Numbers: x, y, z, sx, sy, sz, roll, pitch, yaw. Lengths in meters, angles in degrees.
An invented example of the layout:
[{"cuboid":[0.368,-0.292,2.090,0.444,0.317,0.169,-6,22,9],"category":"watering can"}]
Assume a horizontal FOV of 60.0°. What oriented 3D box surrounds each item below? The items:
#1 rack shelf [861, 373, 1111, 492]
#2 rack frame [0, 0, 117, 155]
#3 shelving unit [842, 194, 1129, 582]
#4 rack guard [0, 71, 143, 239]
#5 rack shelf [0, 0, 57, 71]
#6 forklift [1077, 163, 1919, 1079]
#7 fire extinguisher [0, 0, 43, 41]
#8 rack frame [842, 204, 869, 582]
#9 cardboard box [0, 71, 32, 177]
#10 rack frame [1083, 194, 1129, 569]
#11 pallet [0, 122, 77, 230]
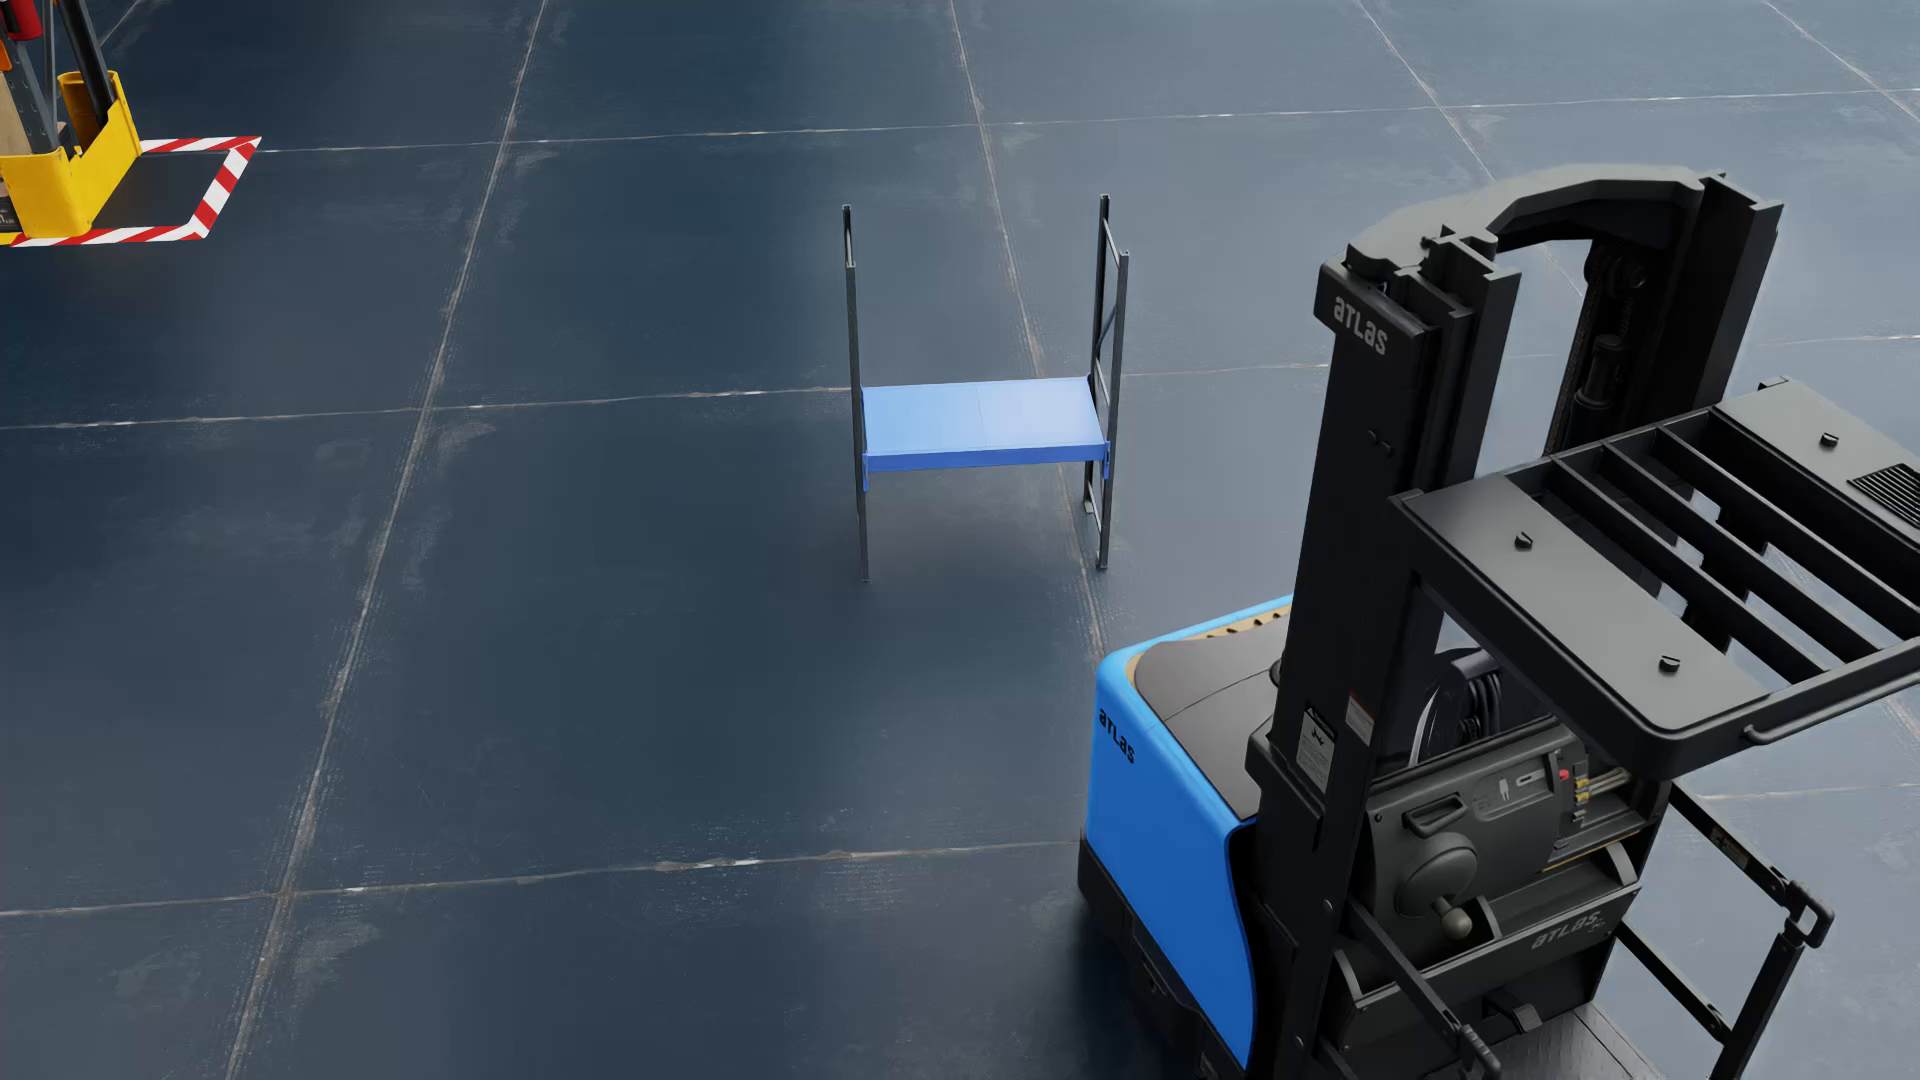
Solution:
[{"cuboid":[0.085,-0.452,6.903,1.000,0.185,0.538,-3,38,-4],"category":"rack shelf"},{"cuboid":[-5.112,-3.253,8.951,0.127,3.000,1.000,-3,38,-4],"category":"rack frame"},{"cuboid":[0.085,-0.593,6.791,1.048,1.500,0.538,-3,38,-4],"category":"shelving unit"},{"cuboid":[-5.187,-2.267,9.720,0.348,0.500,1.175,-3,38,-4],"category":"rack guard"},{"cuboid":[-7.104,-2.861,9.035,4.000,0.370,1.077,-3,38,-4],"category":"rack shelf"},{"cuboid":[1.479,0.750,3.934,1.130,2.935,3.031,-16,41,-19],"category":"forklift"},{"cuboid":[-4.957,-2.944,8.623,0.183,0.674,0.296,-3,38,-4],"category":"fire extinguisher"},{"cuboid":[-0.421,-0.566,6.756,0.032,1.500,0.500,-3,38,-4],"category":"rack frame"},{"cuboid":[-5.735,-2.412,9.565,0.500,0.500,0.500,4,38,4],"category":"cardboard box"},{"cuboid":[0.591,-0.621,6.827,0.032,1.500,0.500,-3,38,-4],"category":"rack frame"},{"cuboid":[-6.000,-2.131,9.781,1.213,0.211,1.003,-3,38,-4],"category":"pallet"}]
